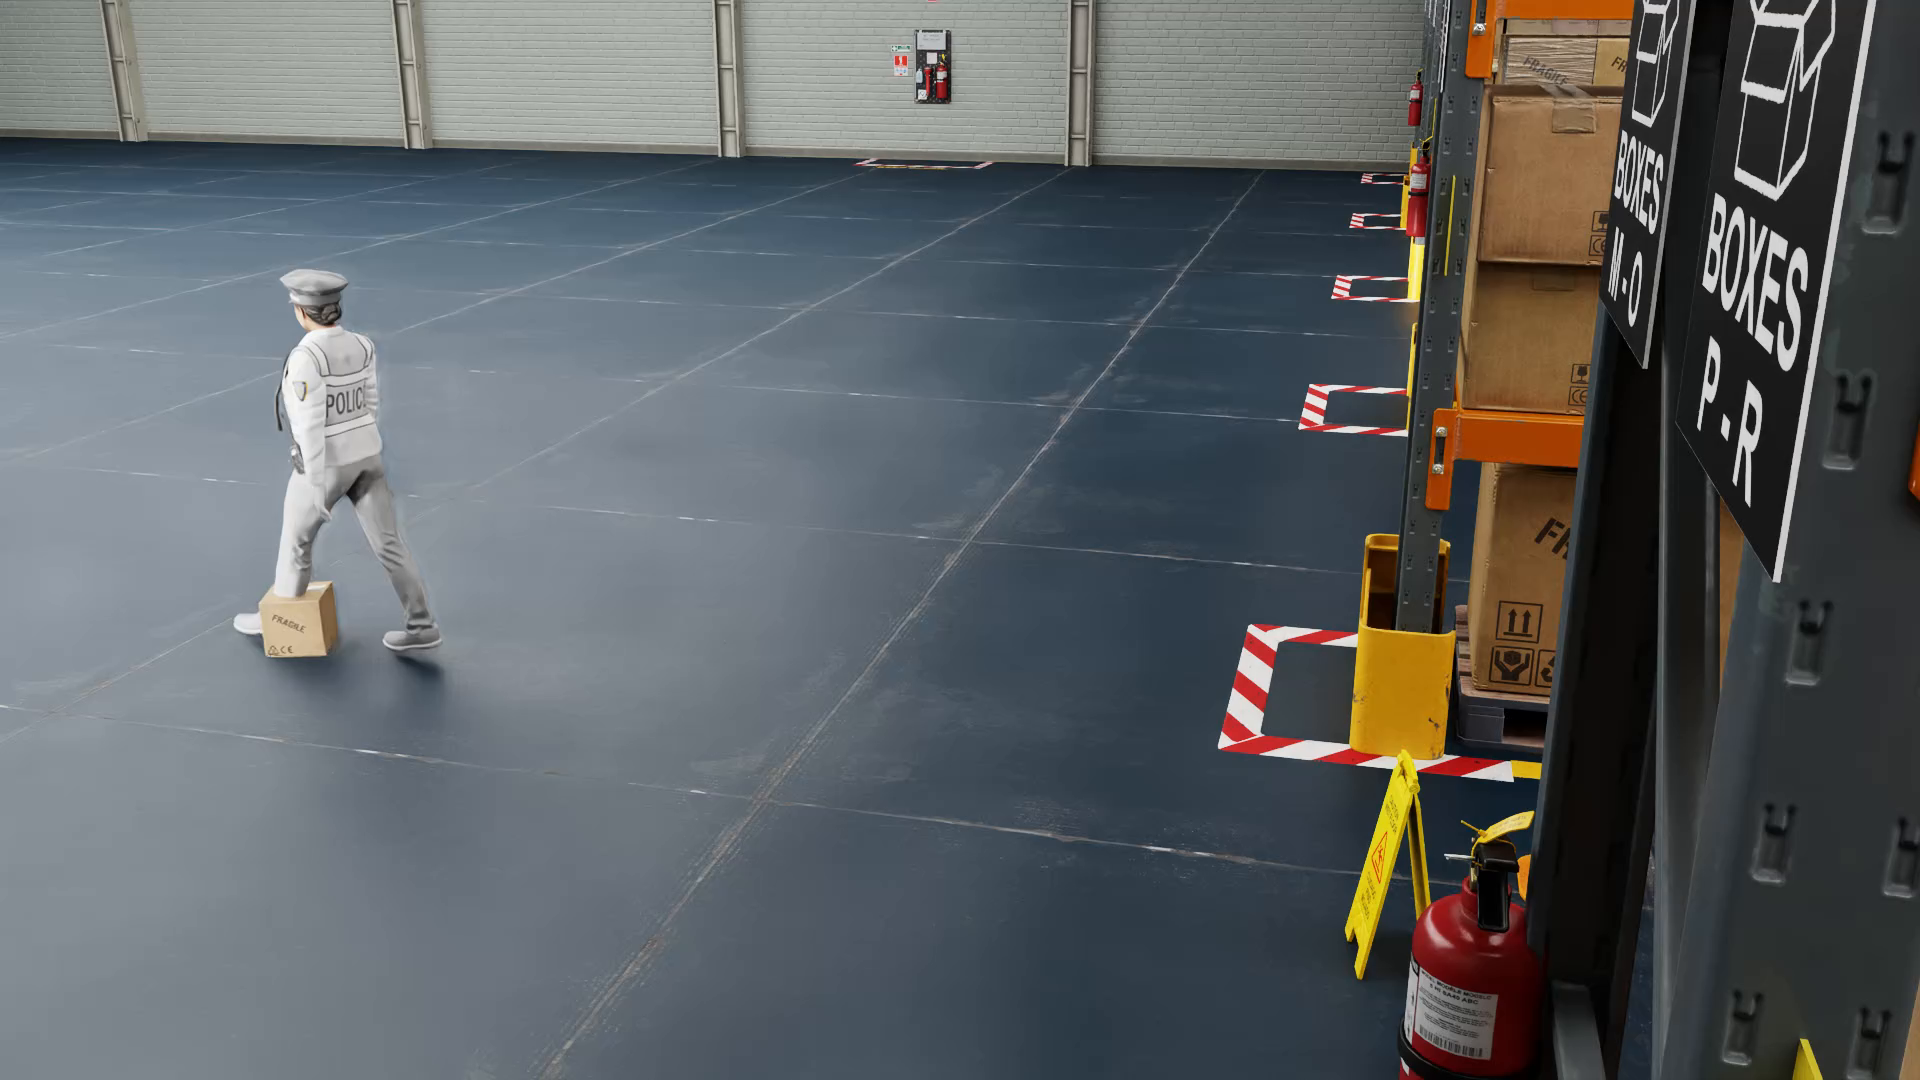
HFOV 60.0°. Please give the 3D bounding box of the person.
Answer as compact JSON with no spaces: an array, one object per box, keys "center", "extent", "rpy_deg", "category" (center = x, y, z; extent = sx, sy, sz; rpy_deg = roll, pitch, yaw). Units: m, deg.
[{"center":[-2.679,-0.340,7.040],"extent":[1.003,1.603,0.533],"rpy_deg":[10,21,27],"category":"person"}]
